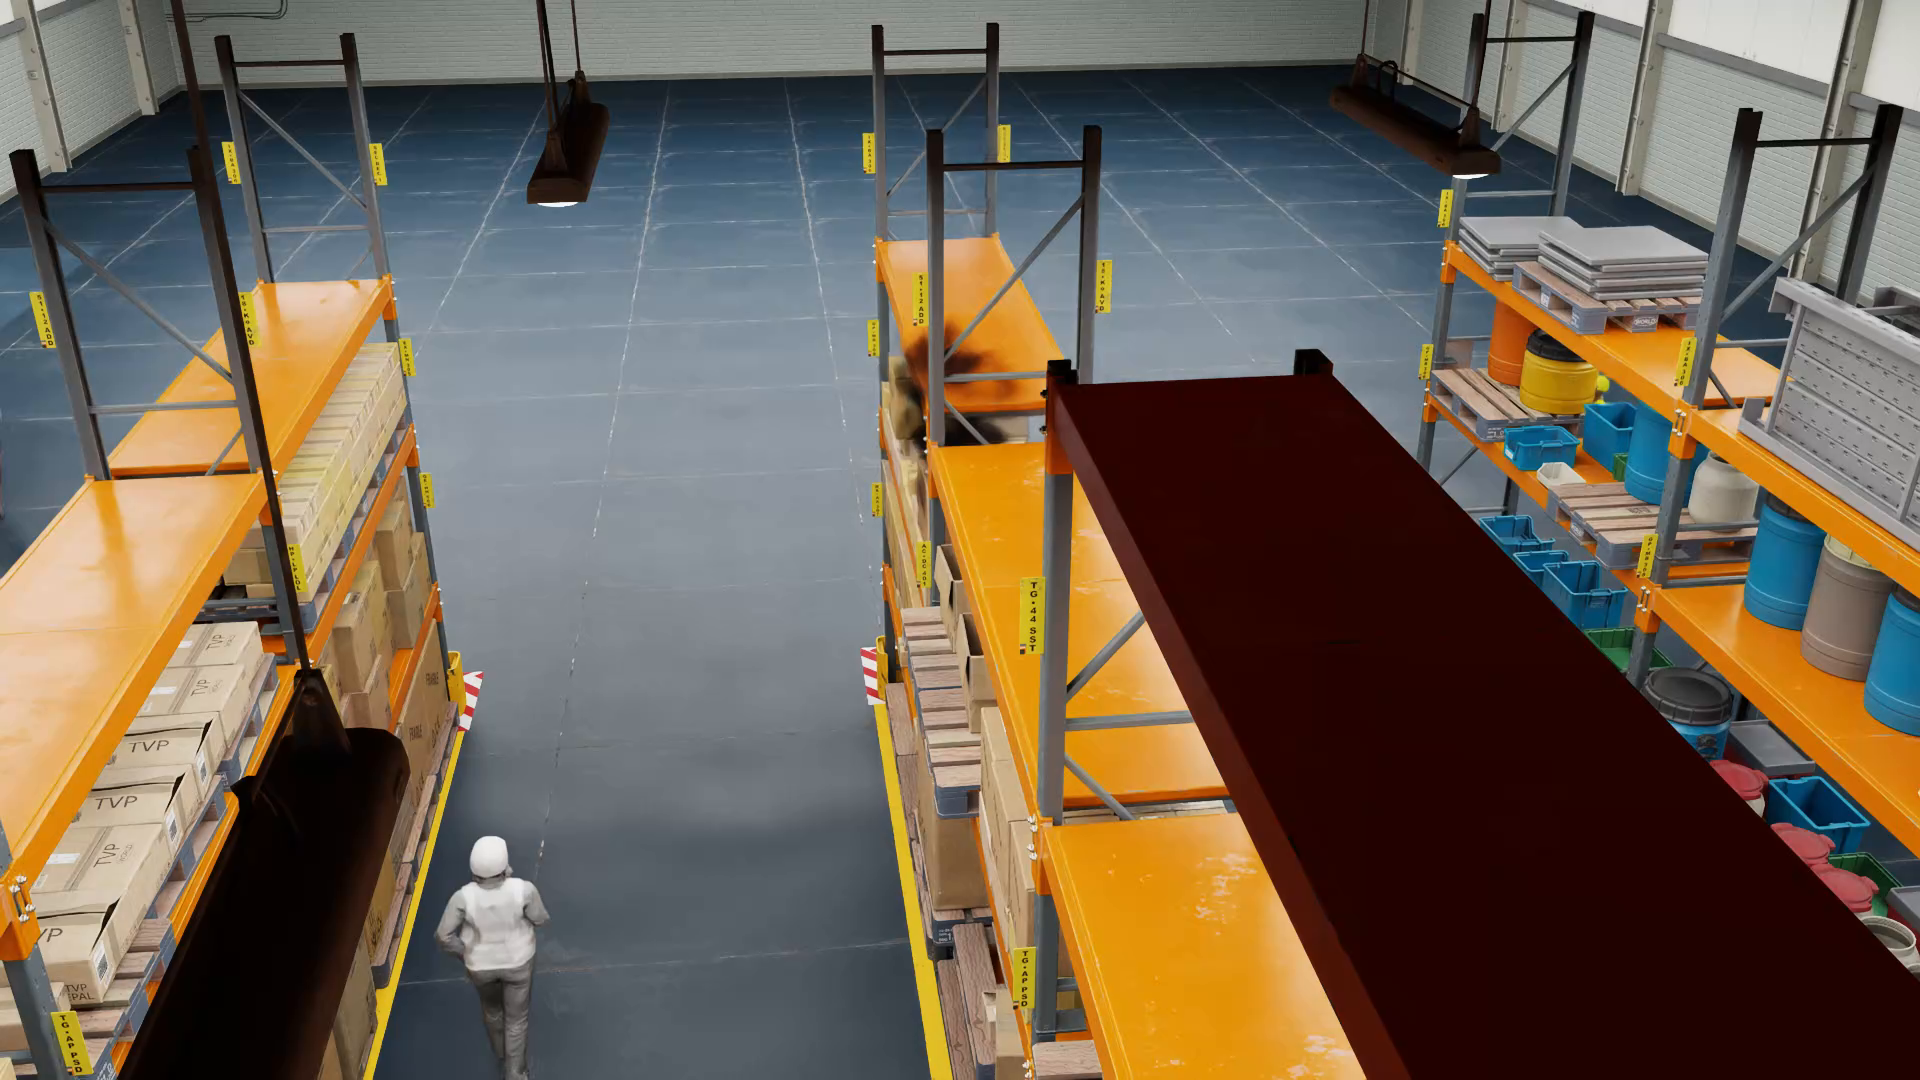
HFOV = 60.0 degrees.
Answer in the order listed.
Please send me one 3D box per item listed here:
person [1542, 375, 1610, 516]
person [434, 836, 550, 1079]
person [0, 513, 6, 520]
[{"bbox_3d":[7.036,-1.037,18.684,0.713,1.723,0.707,6,26,12],"label":"person"},{"bbox_3d":[-2.840,2.658,10.287,0.638,1.889,0.658,-2,26,-5],"label":"person"},{"bbox_3d":[-11.073,-1.032,18.689,0.680,1.733,0.823,-19,31,-34],"label":"person"}]
